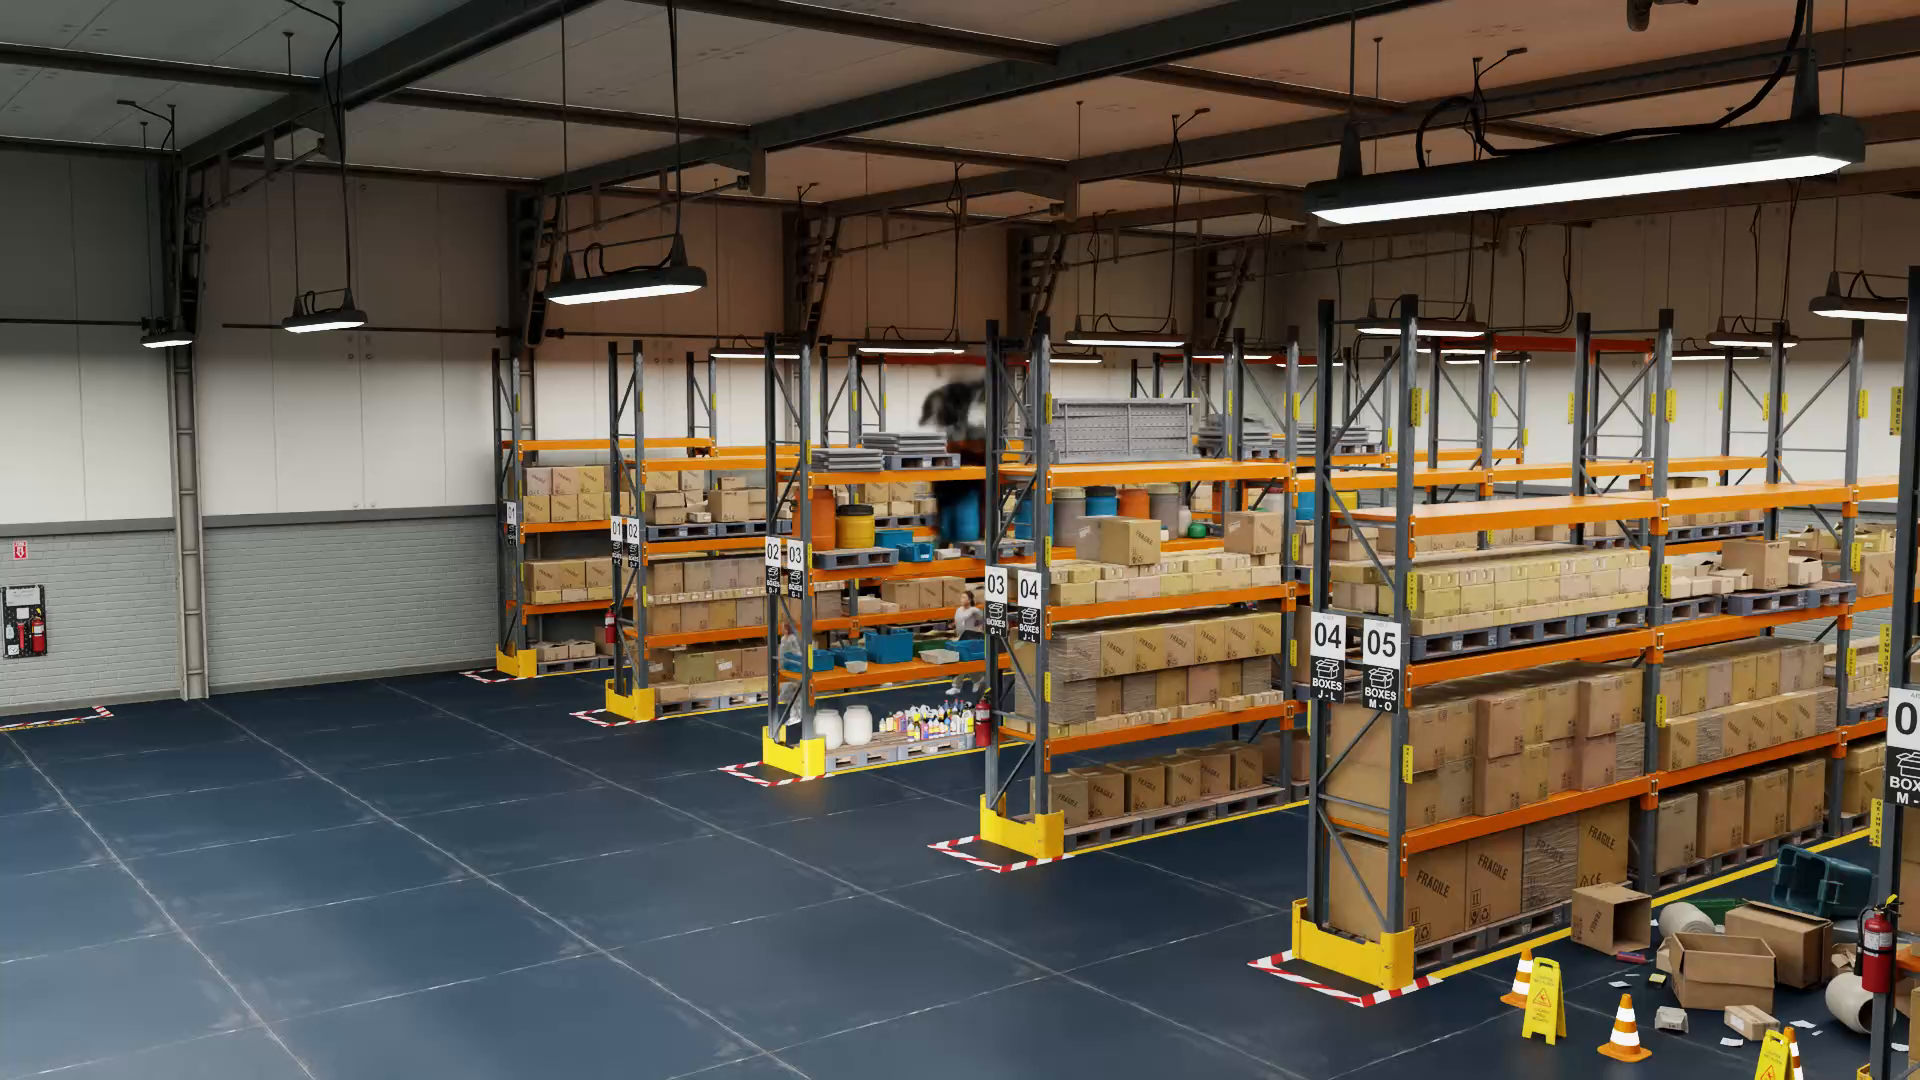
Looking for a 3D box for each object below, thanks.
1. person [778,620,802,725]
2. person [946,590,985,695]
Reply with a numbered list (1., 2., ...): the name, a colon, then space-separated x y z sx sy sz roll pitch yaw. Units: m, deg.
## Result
1. person: -2.525 1.955 24.556 0.499 1.567 0.540 -4 6 -36
2. person: 0.080 1.664 26.905 0.571 1.694 0.909 5 7 44
